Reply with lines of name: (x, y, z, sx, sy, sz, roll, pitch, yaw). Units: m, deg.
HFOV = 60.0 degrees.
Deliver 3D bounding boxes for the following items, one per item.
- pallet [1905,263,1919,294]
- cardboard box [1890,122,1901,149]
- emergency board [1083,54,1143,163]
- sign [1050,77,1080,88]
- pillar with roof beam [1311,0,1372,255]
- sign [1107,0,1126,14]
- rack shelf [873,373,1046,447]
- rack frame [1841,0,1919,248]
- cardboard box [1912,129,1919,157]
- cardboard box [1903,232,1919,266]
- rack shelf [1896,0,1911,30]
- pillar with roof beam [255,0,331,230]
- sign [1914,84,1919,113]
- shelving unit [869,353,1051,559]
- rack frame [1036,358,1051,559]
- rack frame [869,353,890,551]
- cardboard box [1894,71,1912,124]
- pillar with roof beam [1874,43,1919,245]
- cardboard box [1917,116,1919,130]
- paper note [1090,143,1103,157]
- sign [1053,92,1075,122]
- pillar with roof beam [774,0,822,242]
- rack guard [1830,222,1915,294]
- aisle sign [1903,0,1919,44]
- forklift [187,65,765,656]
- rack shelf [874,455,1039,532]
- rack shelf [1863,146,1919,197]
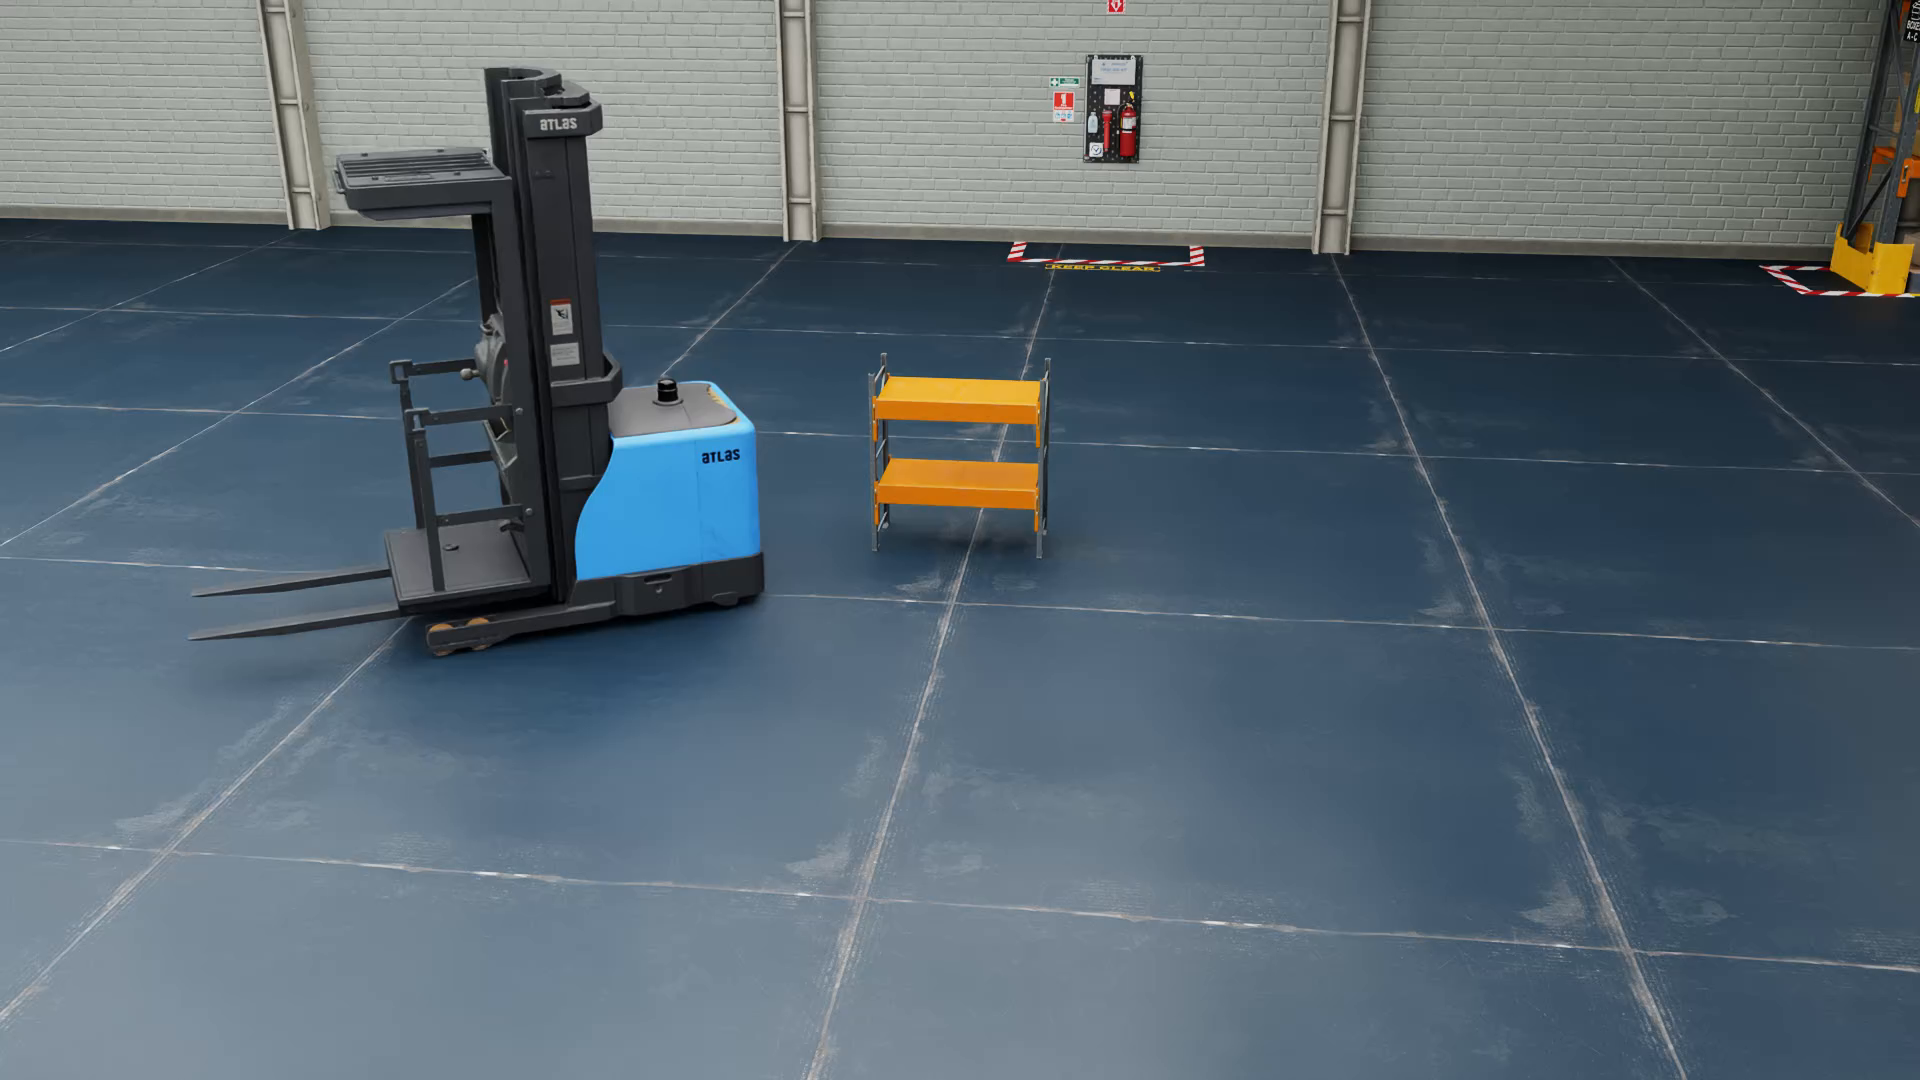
pallet: (10.180, -2.729, 17.055, 1.213, 0.211, 1.003, 2, 22, 6)
cardboard box: (9.789, -4.067, 16.824, 0.500, 0.250, 0.500, 3, 22, 7)
emergency board: (1.691, -4.743, 18.357, 0.643, 1.169, 0.194, 2, 22, 6)
sign: (1.157, -5.064, 18.400, 0.331, 0.109, 0.001, 2, 22, 6)
pillar with roof beam: (3.634, -5.840, 12.972, 0.400, 9.000, 9.100, 2, 22, 6)
sign: (1.695, -5.858, 18.023, 0.199, 0.298, 0.001, 2, 22, 6)
rack shelf: (0.007, -0.795, 10.125, 1.000, 0.278, 0.538, 2, 22, 6)
rack frame: (9.302, -4.077, 16.672, 0.127, 3.000, 1.000, 2, 22, 6)
cardboard box: (9.749, -3.879, 16.349, 0.500, 0.250, 0.500, 2, 22, 5)
cardboard box: (9.978, -2.968, 16.927, 0.500, 0.311, 0.500, 0, 22, 0)
rack shelf: (11.288, -5.051, 16.034, 4.000, 0.370, 1.077, 2, 22, 6)
pillar with roof beam: (-8.283, -6.359, 14.286, 0.400, 9.000, 9.100, 2, 22, 6)
sign: (9.238, -4.281, 16.012, 0.005, 0.325, 0.100, 2, 22, 6)
shelving unit: (0.007, -0.523, 10.232, 1.048, 1.125, 0.538, 2, 22, 6)
rack frame: (0.512, -0.501, 10.177, 0.032, 1.125, 0.500, 2, 22, 6)
rack frame: (-0.498, -0.545, 10.288, 0.032, 1.125, 0.500, 2, 22, 6)
cardboard box: (9.795, -4.422, 16.703, 0.500, 0.500, 0.500, 2, 22, 6)
pillar with roof beam: (9.592, -5.581, 12.316, 0.400, 9.000, 9.100, 2, 22, 6)
cardboard box: (9.741, -4.235, 16.228, 0.500, 0.500, 0.500, 3, 22, 6)
paper note: (1.523, -4.366, 18.602, 0.142, 0.148, 0.016, 2, 22, 6)
sign: (1.154, -4.821, 18.506, 0.234, 0.329, 0.001, 2, 22, 6)
pillar with roof beam: (-2.324, -6.100, 13.629, 0.400, 9.000, 9.100, 2, 22, 6)
rack guard: (9.377, -2.911, 17.123, 0.348, 0.500, 1.175, 2, 22, 6)
aisle sign: (9.195, -5.179, 15.925, 0.004, 0.787, 0.394, 2, 22, 6)
forklift: (-2.689, -0.966, 8.897, 3.031, 2.935, 1.130, -8, 23, -20)
rack shelf: (0.007, -0.295, 10.322, 1.000, 0.278, 0.538, 2, 22, 6)
rack shelf: (11.288, -3.656, 16.585, 4.000, 0.370, 1.077, 2, 22, 6)
